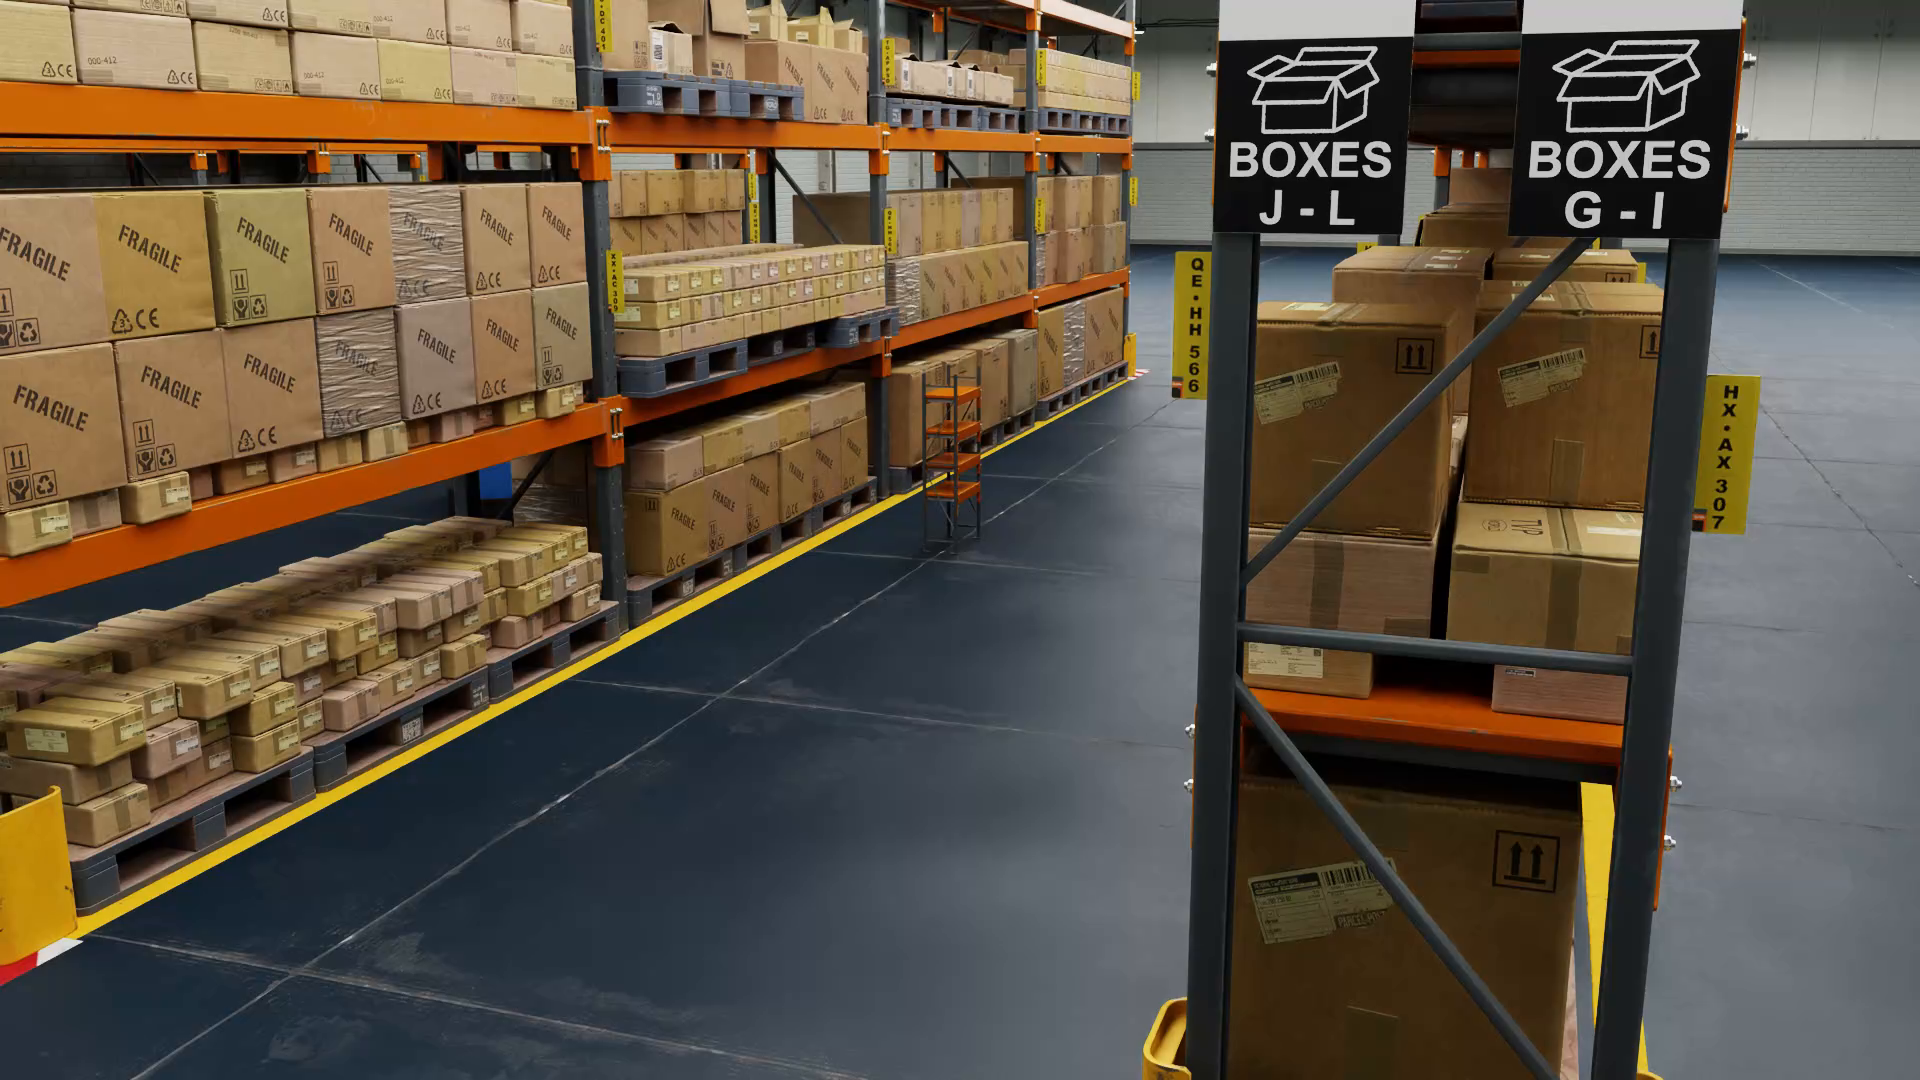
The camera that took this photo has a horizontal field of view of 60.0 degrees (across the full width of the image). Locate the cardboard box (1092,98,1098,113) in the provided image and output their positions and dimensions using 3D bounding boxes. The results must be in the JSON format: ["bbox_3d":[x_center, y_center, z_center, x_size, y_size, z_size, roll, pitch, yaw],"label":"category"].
[{"bbox_3d":[1.269,-4.678,17.899,0.380,0.149,0.250,5,14,19],"label":"cardboard box"}]

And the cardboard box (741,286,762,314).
[{"bbox_3d":[-1.437,-1.472,10.147,0.380,0.149,0.250,5,14,21],"label":"cardboard box"}]

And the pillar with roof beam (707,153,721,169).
[{"bbox_3d":[-0.987,-9.252,31.800,9.100,9.000,0.400,4,14,18],"label":"pillar with roof beam"}]

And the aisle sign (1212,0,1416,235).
[{"bbox_3d":[0.726,-1.027,3.405,0.394,0.787,0.004,4,14,18],"label":"aisle sign"}]

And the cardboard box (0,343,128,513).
[{"bbox_3d":[-3.221,-0.400,5.606,0.500,0.500,0.500,5,14,21],"label":"cardboard box"}]

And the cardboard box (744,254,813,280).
[{"bbox_3d":[-1.184,-1.780,10.830,0.380,0.149,0.250,5,14,21],"label":"cardboard box"}]

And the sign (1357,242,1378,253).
[{"bbox_3d":[1.811,-1.158,7.398,0.100,0.325,0.005,4,14,18],"label":"sign"}]

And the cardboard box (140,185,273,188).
[{"bbox_3d":[-3.223,-1.255,7.108,0.500,0.500,0.500,4,13,16],"label":"cardboard box"}]

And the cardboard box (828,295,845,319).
[{"bbox_3d":[-1.012,-1.603,11.390,0.380,0.149,0.250,4,14,18],"label":"cardboard box"}]

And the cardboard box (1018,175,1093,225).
[{"bbox_3d":[0.992,-3.794,18.606,0.875,0.550,0.550,4,14,18],"label":"cardboard box"}]

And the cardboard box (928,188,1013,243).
[{"bbox_3d":[0.100,-3.089,15.811,0.700,0.500,0.500,4,13,17],"label":"cardboard box"}]

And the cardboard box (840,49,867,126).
[{"bbox_3d":[-0.983,-3.189,11.752,0.500,0.500,0.500,4,14,18],"label":"cardboard box"}]

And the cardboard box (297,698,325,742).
[{"bbox_3d":[-2.895,0.746,6.941,0.380,0.149,0.250,4,14,19],"label":"cardboard box"}]

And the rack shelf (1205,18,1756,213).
[{"bbox_3d":[1.680,-1.286,5.257,1.077,0.370,4.000,4,14,18],"label":"rack shelf"}]

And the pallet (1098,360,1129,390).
[{"bbox_3d":[1.365,-1.967,19.631,1.003,0.211,1.213,4,14,18],"label":"pallet"}]

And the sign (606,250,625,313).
[{"bbox_3d":[-1.817,-1.358,8.753,0.100,0.325,0.005,4,14,18],"label":"sign"}]

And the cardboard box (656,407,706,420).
[{"bbox_3d":[-1.995,-0.720,10.890,0.500,0.250,0.500,4,13,16],"label":"cardboard box"}]

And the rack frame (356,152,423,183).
[{"bbox_3d":[-7.865,-4.192,23.114,1.000,3.000,0.127,4,14,18],"label":"rack frame"}]

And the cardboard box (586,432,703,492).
[{"bbox_3d":[-1.844,-0.462,9.760,0.500,0.250,0.500,4,13,16],"label":"cardboard box"}]

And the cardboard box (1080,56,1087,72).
[{"bbox_3d":[1.105,-4.961,17.344,0.380,0.149,0.250,4,14,18],"label":"cardboard box"}]

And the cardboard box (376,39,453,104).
[{"bbox_3d":[-2.573,-2.029,7.233,0.500,0.250,0.500,4,14,18],"label":"cardboard box"}]

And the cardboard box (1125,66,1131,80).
[{"bbox_3d":[1.762,-5.387,19.213,0.380,0.149,0.250,4,14,19],"label":"cardboard box"}]

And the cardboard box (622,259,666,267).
[{"bbox_3d":[-2.049,-1.662,10.314,0.380,0.149,0.250,4,13,17],"label":"cardboard box"}]

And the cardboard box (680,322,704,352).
[{"bbox_3d":[-1.686,-1.165,9.471,0.380,0.149,0.250,5,14,19],"label":"cardboard box"}]

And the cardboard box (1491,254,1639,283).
[{"bbox_3d":[2.266,-0.812,6.286,0.500,0.500,0.500,4,14,19],"label":"cardboard box"}]

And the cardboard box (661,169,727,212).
[{"bbox_3d":[-3.296,-4.287,20.391,0.700,0.500,0.500,4,14,19],"label":"cardboard box"}]

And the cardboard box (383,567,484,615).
[{"bbox_3d":[-2.479,0.237,7.834,0.380,0.149,0.250,4,13,16],"label":"cardboard box"}]

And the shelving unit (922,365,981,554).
[{"bbox_3d":[-0.054,-0.550,11.202,0.258,1.200,0.503,4,14,18],"label":"shelving unit"}]

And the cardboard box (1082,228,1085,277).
[{"bbox_3d":[0.883,-3.151,18.217,0.875,0.550,0.500,4,14,18],"label":"cardboard box"}]

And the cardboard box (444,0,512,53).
[{"bbox_3d":[-2.421,-2.383,7.658,0.500,0.250,0.500,4,13,16],"label":"cardboard box"}]

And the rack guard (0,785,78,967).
[{"bbox_3d":[-3.603,1.071,5.672,1.175,0.500,0.348,4,14,18],"label":"rack guard"}]

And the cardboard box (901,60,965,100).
[{"bbox_3d":[-0.268,-3.839,13.856,0.500,0.311,0.500,4,13,17],"label":"cardboard box"}]

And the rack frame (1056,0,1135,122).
[{"bbox_3d":[1.550,-6.425,19.416,1.000,3.000,0.127,4,14,18],"label":"rack frame"}]

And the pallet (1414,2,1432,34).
[{"bbox_3d":[1.656,-1.587,5.159,1.003,0.211,1.213,4,14,18],"label":"pallet"}]

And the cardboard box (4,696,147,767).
[{"bbox_3d":[-3.136,0.678,5.904,0.380,0.149,0.250,4,13,16],"label":"cardboard box"}]

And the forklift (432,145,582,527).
[{"bbox_3d":[-3.344,-1.744,12.540,1.130,2.935,3.031,-4,13,-16],"label":"forklift"}]

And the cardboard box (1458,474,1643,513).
[{"bbox_3d":[1.606,-0.017,4.489,0.500,0.250,0.500,4,14,18],"label":"cardboard box"}]

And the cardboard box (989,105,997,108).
[{"bbox_3d":[0.152,-4.404,16.699,0.380,0.149,0.250,5,14,19],"label":"cardboard box"}]

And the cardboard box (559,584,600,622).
[{"bbox_3d":[-2.138,0.318,8.815,0.380,0.149,0.250,5,14,19],"label":"cardboard box"}]

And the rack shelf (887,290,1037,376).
[{"bbox_3d":[-0.392,-1.886,14.628,1.077,0.370,4.000,4,14,18],"label":"rack shelf"}]

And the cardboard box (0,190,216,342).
[{"bbox_3d":[-3.074,-0.995,5.966,0.500,0.500,0.500,5,14,20],"label":"cardboard box"}]

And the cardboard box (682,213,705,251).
[{"bbox_3d":[-3.413,-3.685,19.999,0.500,0.500,0.500,4,14,18],"label":"cardboard box"}]

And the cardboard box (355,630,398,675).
[{"bbox_3d":[-2.750,0.480,7.438,0.380,0.149,0.250,5,14,21],"label":"cardboard box"}]

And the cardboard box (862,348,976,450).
[{"bbox_3d":[-0.477,-1.230,14.248,1.050,0.750,0.750,5,14,19],"label":"cardboard box"}]

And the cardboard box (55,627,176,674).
[{"bbox_3d":[-3.453,0.471,6.808,0.380,0.149,0.250,4,13,16],"label":"cardboard box"}]

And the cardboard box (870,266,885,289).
[{"bbox_3d":[-0.768,-1.906,12.052,0.380,0.149,0.250,5,14,20],"label":"cardboard box"}]

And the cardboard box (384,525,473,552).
[{"bbox_3d":[-2.786,0.033,8.730,0.380,0.149,0.250,5,14,21],"label":"cardboard box"}]

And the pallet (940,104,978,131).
[{"bbox_3d":[-0.522,-3.561,14.034,1.003,0.211,1.213,5,14,21],"label":"pallet"}]

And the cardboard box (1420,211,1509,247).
[{"bbox_3d":[2.759,-1.412,8.454,0.797,0.503,0.637,5,14,19],"label":"cardboard box"}]

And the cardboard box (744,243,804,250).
[{"bbox_3d":[-1.373,-2.104,12.249,0.380,0.149,0.250,4,14,18],"label":"cardboard box"}]

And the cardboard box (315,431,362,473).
[{"bbox_3d":[-2.756,-0.386,7.002,0.380,0.149,0.250,5,14,20],"label":"cardboard box"}]

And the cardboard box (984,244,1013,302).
[{"bbox_3d":[0.176,-2.471,15.350,0.500,0.500,0.500,4,14,18],"label":"cardboard box"}]

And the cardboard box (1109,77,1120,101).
[{"bbox_3d":[1.493,-5.060,18.674,0.500,0.250,0.500,4,14,19],"label":"cardboard box"}]

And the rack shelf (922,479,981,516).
[{"bbox_3d":[-0.054,-0.291,11.261,0.258,0.148,0.480,4,14,18],"label":"rack shelf"}]
